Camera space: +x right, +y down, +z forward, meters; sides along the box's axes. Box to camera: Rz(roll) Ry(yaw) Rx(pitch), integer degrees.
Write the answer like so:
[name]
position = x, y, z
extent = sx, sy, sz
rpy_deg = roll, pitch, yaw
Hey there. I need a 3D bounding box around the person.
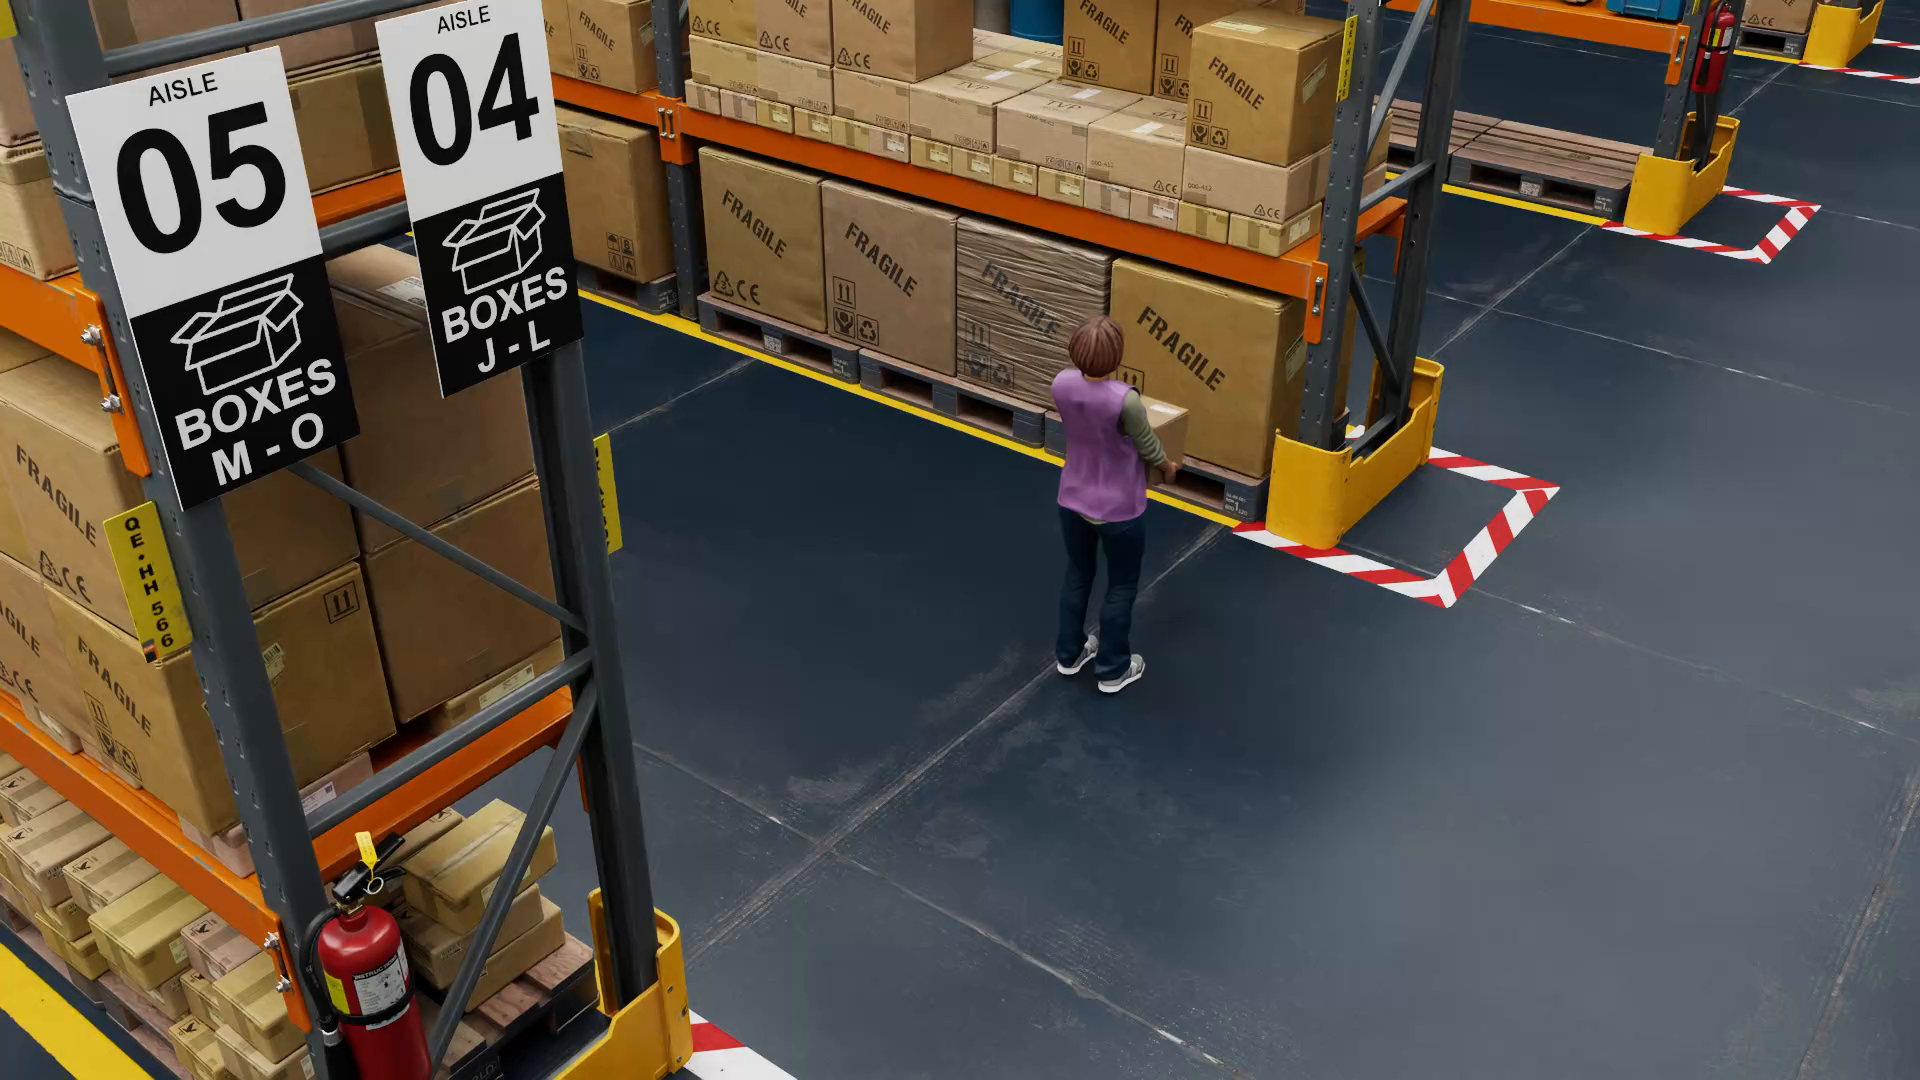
[person]
position = 0.590, -0.169, 6.424
extent = 0.408, 1.589, 0.490
rpy_deg = 22, 37, 31
